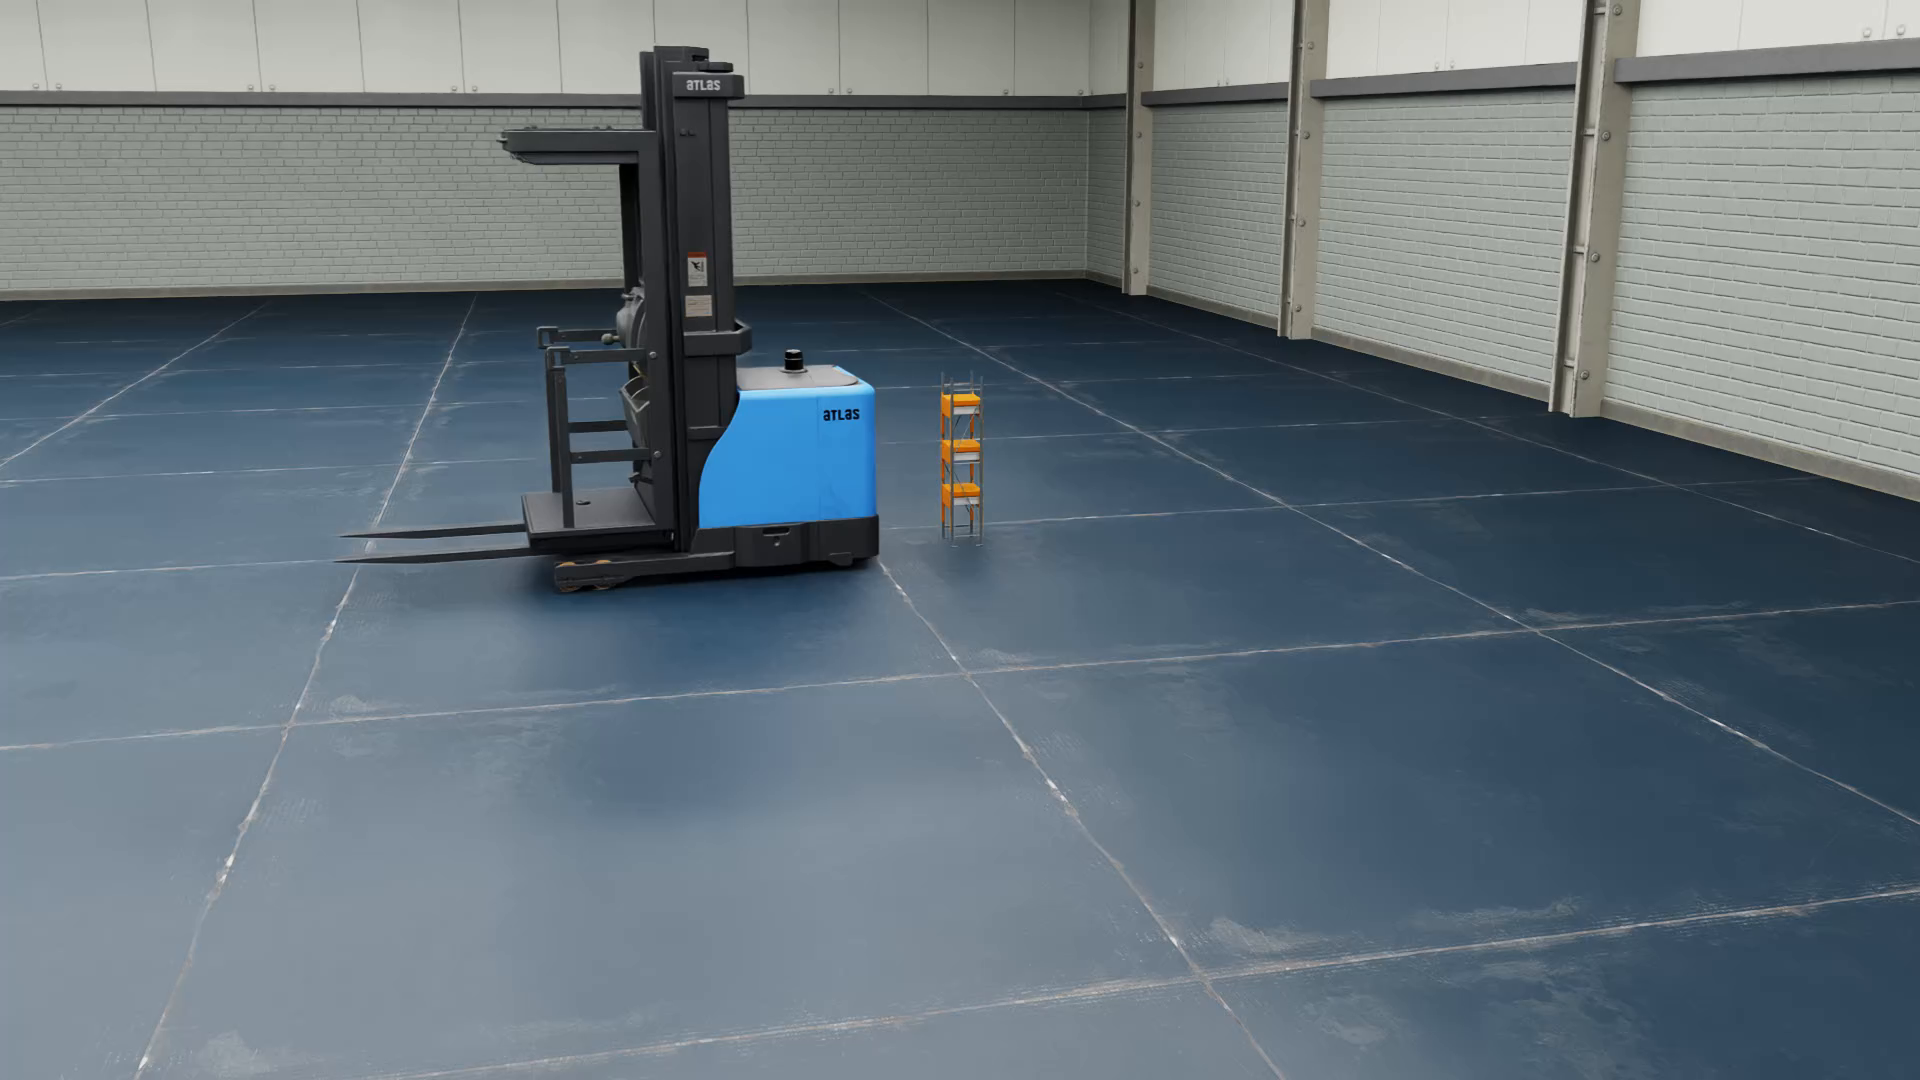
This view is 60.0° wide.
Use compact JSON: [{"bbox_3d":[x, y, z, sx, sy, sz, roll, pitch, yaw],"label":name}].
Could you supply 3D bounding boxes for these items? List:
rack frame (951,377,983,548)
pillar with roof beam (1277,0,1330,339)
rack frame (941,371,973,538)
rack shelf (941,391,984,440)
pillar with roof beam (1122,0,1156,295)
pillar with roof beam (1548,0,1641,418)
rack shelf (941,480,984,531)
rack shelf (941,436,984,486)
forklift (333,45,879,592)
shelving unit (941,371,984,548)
[{"bbox_3d":[0.041,-0.470,10.137,0.200,1.050,0.008,-3,14,-13],"label":"rack frame"},{"bbox_3d":[0.011,-6.669,18.764,9.100,9.000,0.400,-3,14,-13],"label":"pillar with roof beam"},{"bbox_3d":[-0.016,-0.526,10.367,0.200,1.050,0.008,-3,14,-13],"label":"rack frame"},{"bbox_3d":[0.013,-0.763,10.187,0.215,0.259,0.240,-3,14,-13],"label":"rack shelf"},{"bbox_3d":[-1.398,-8.053,24.429,9.100,9.000,0.400,-3,14,-13],"label":"pillar with roof beam"},{"bbox_3d":[1.420,-5.285,13.098,9.100,9.000,0.400,-3,14,-13],"label":"pillar with roof beam"},{"bbox_3d":[0.013,-0.217,10.320,0.215,0.259,0.240,-3,14,-13],"label":"rack shelf"},{"bbox_3d":[0.013,-0.487,10.254,0.215,0.259,0.240,-3,14,-13],"label":"rack shelf"},{"bbox_3d":[-2.051,-1.273,9.463,3.031,2.935,1.130,-4,14,-16],"label":"forklift"},{"bbox_3d":[0.013,-0.498,10.252,0.215,1.050,0.252,-3,14,-13],"label":"shelving unit"}]
